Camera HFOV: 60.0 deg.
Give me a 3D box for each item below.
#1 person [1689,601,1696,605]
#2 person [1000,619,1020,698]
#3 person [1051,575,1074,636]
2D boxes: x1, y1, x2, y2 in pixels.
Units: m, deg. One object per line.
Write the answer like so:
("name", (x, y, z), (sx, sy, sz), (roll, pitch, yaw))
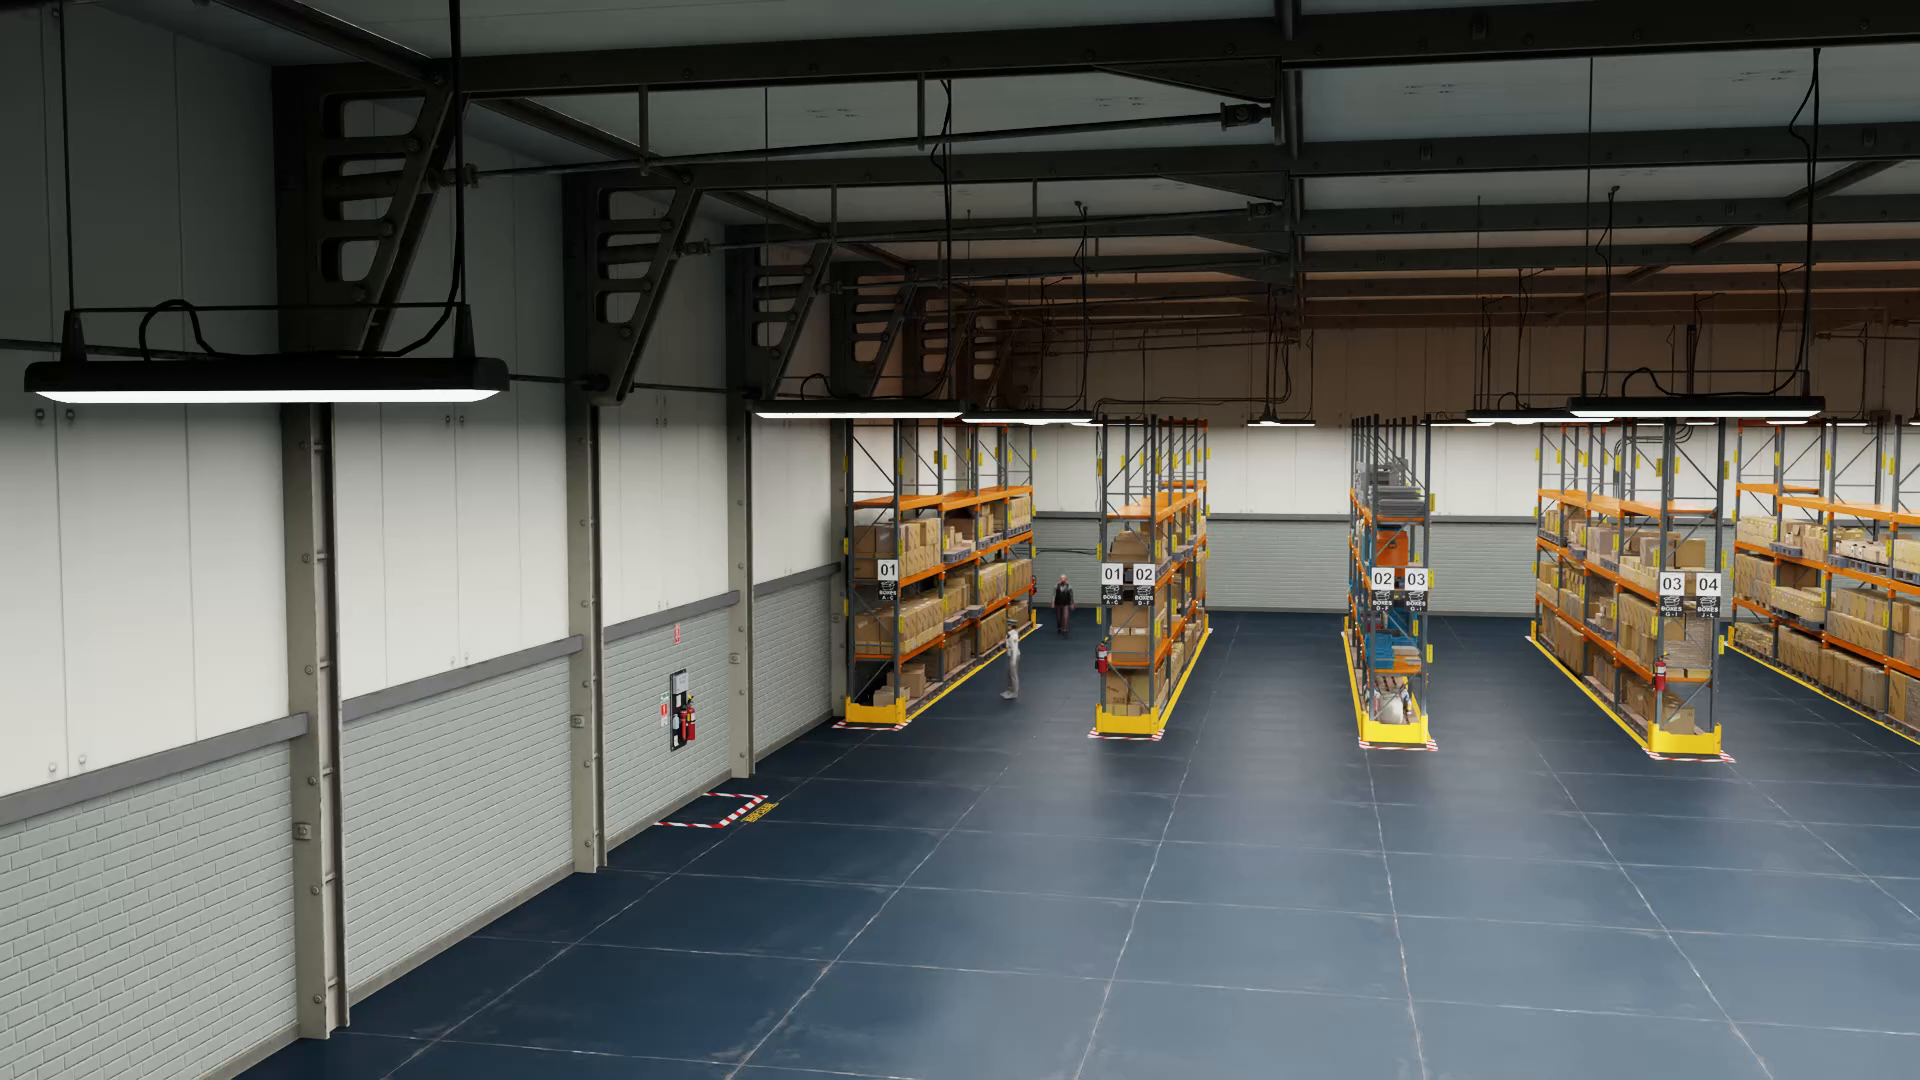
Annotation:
("person", (19.386, 1.873, 44.388), (0.573, 1.727, 1.051), (3, 5, 42))
("person", (1.071, 2.523, 35.479), (0.402, 1.666, 0.533), (-1, 4, -12))
("person", (2.852, 1.813, 46.160), (0.611, 1.678, 1.028), (0, 4, 7))
